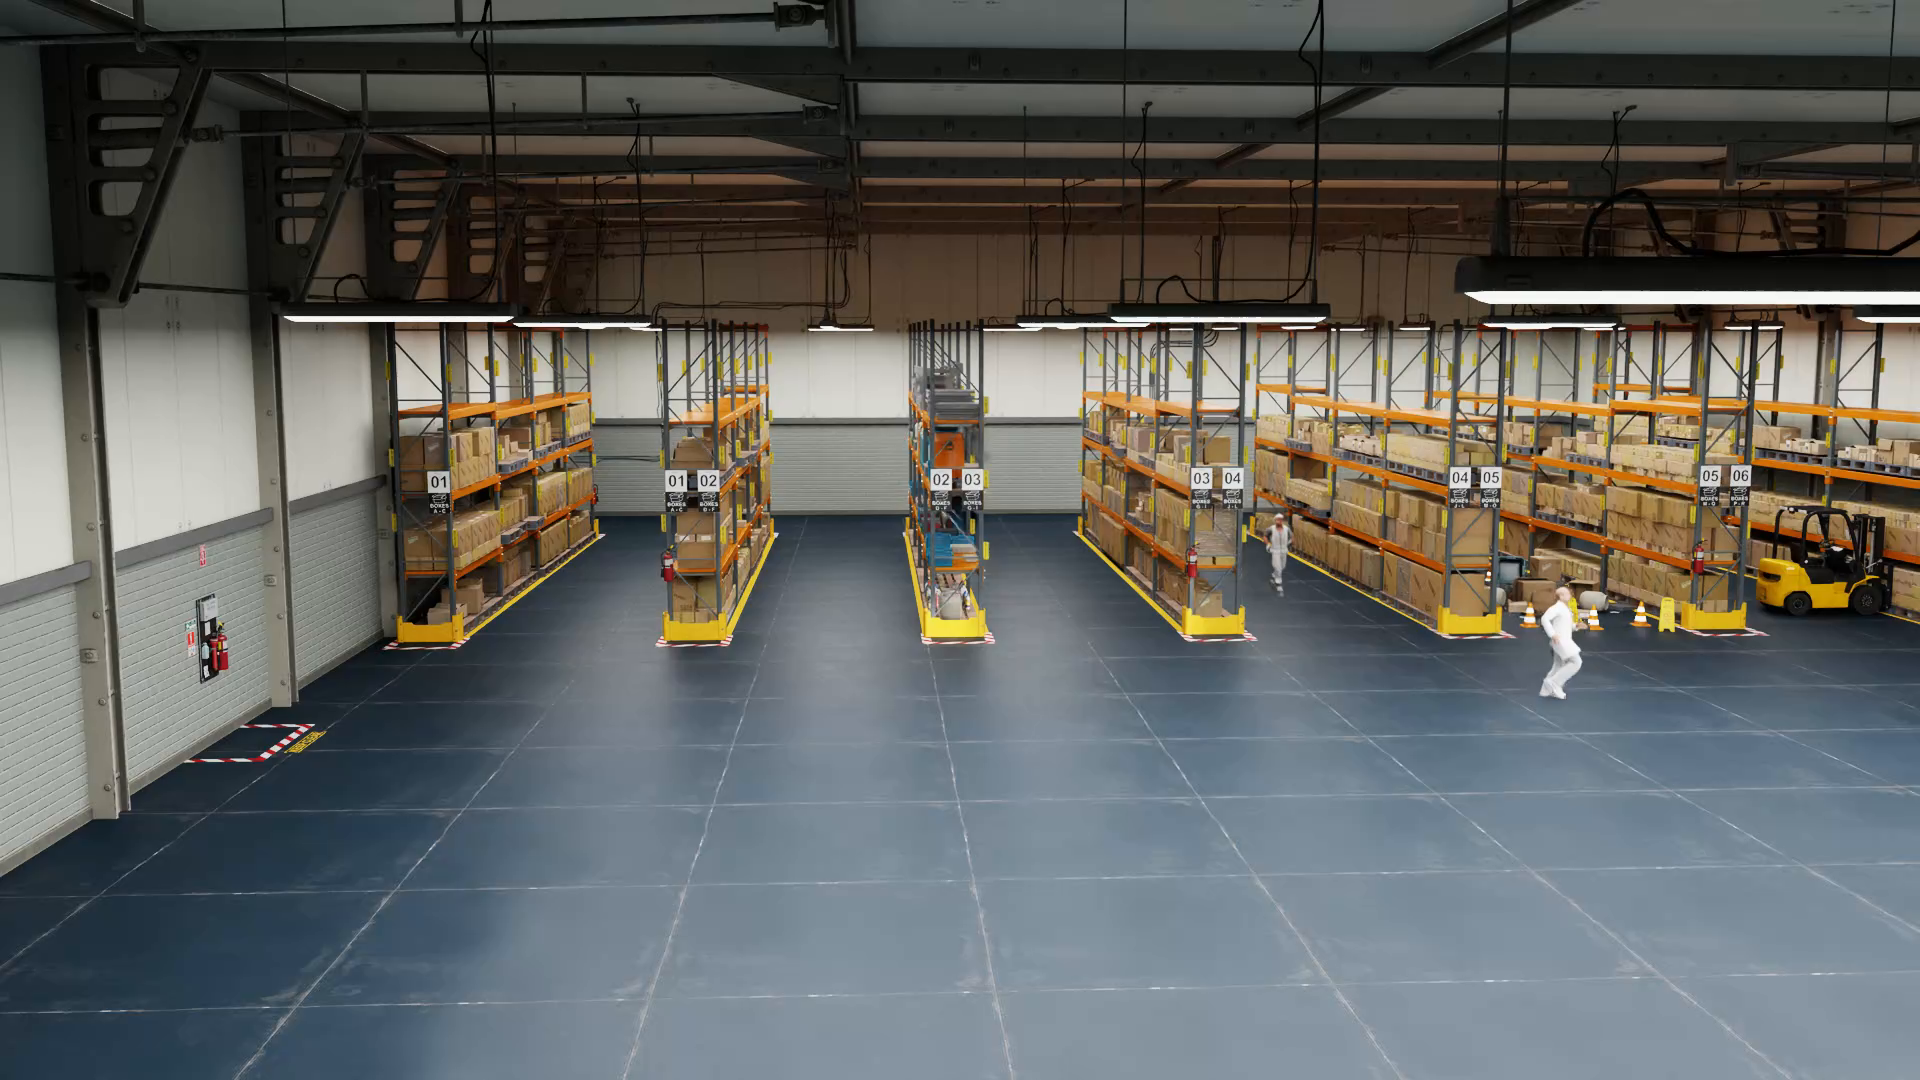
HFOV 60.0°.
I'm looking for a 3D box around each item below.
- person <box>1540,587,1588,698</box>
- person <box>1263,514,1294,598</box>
[{"bbox_3d":[9.506,1.617,26.162,0.676,1.746,0.697,3,8,23],"label":"person"},{"bbox_3d":[7.032,0.311,36.611,0.633,1.804,0.928,-1,7,-9],"label":"person"}]
